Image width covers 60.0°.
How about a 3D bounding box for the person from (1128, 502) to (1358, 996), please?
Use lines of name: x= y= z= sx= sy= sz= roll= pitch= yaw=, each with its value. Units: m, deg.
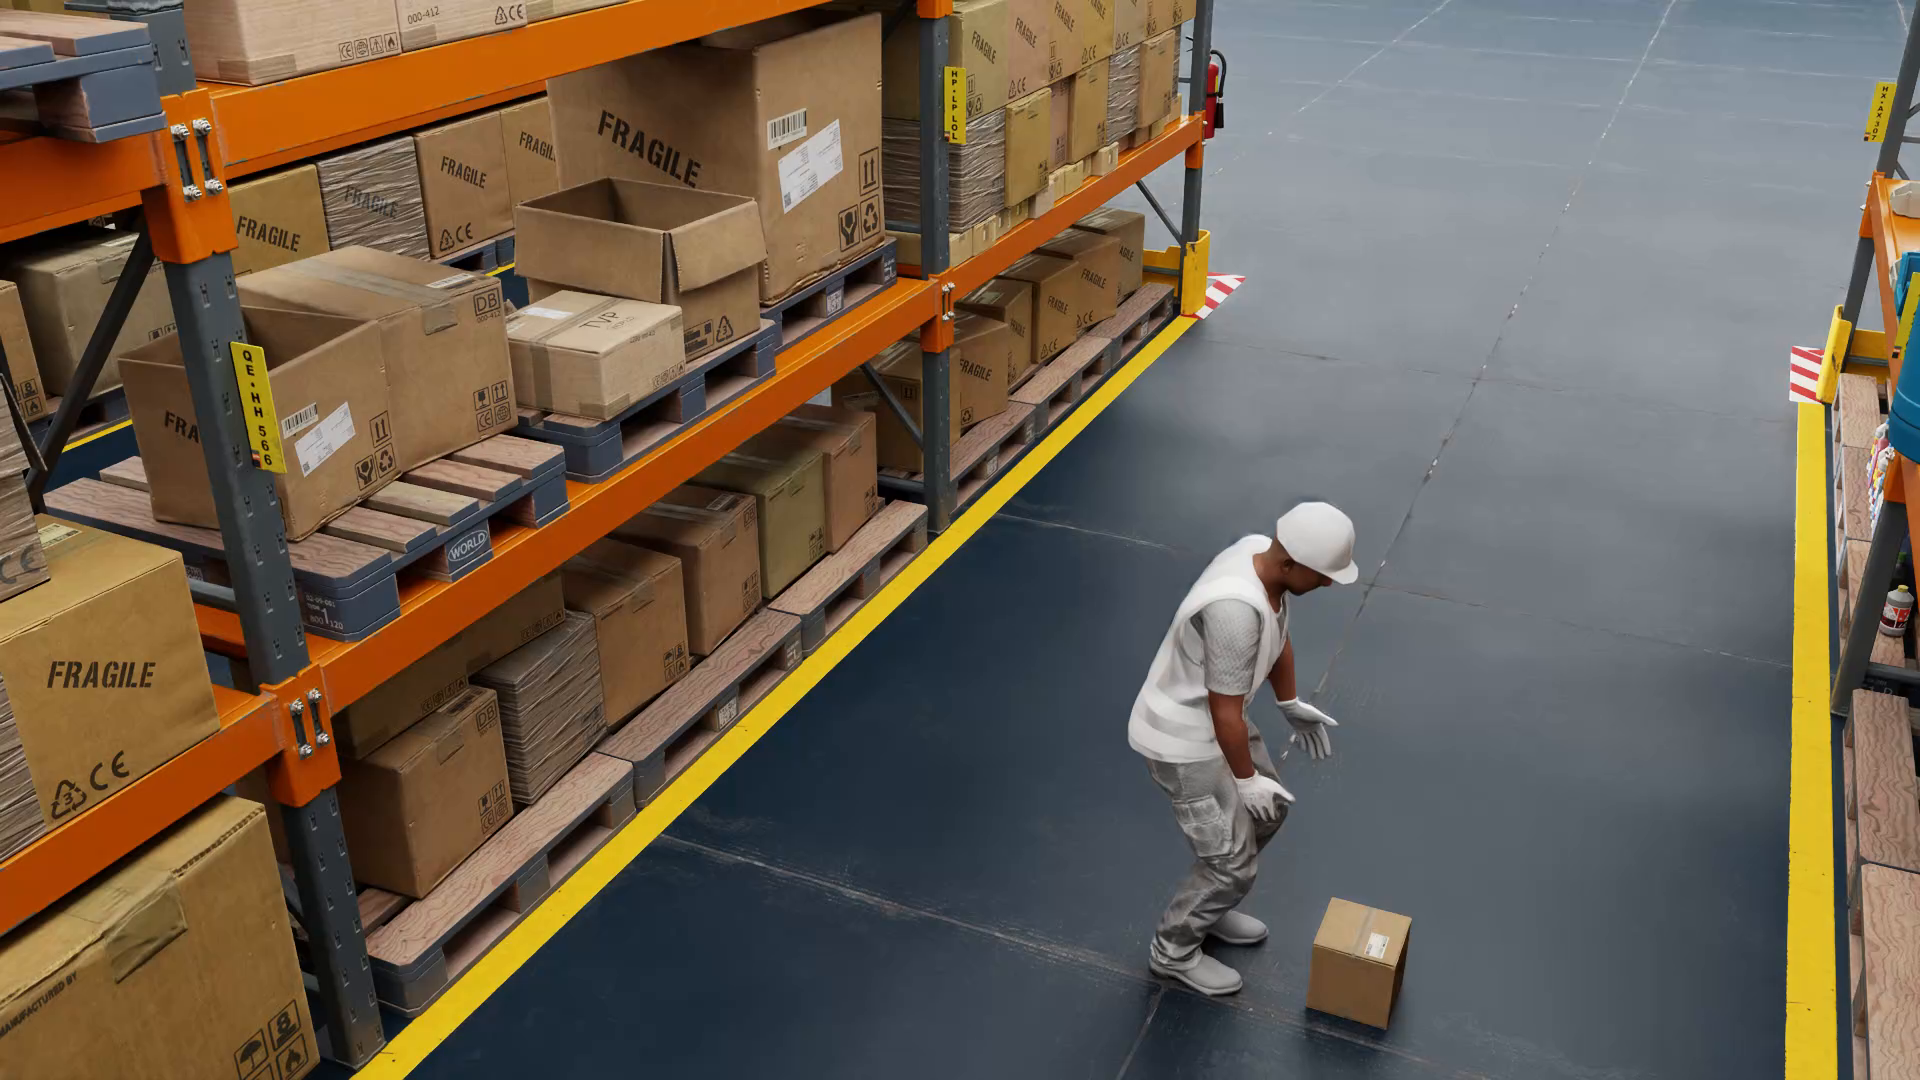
person: x=0.837 y=0.596 z=5.047 sx=0.606 sy=1.624 sz=0.598 roll=12 pitch=28 yaw=23
